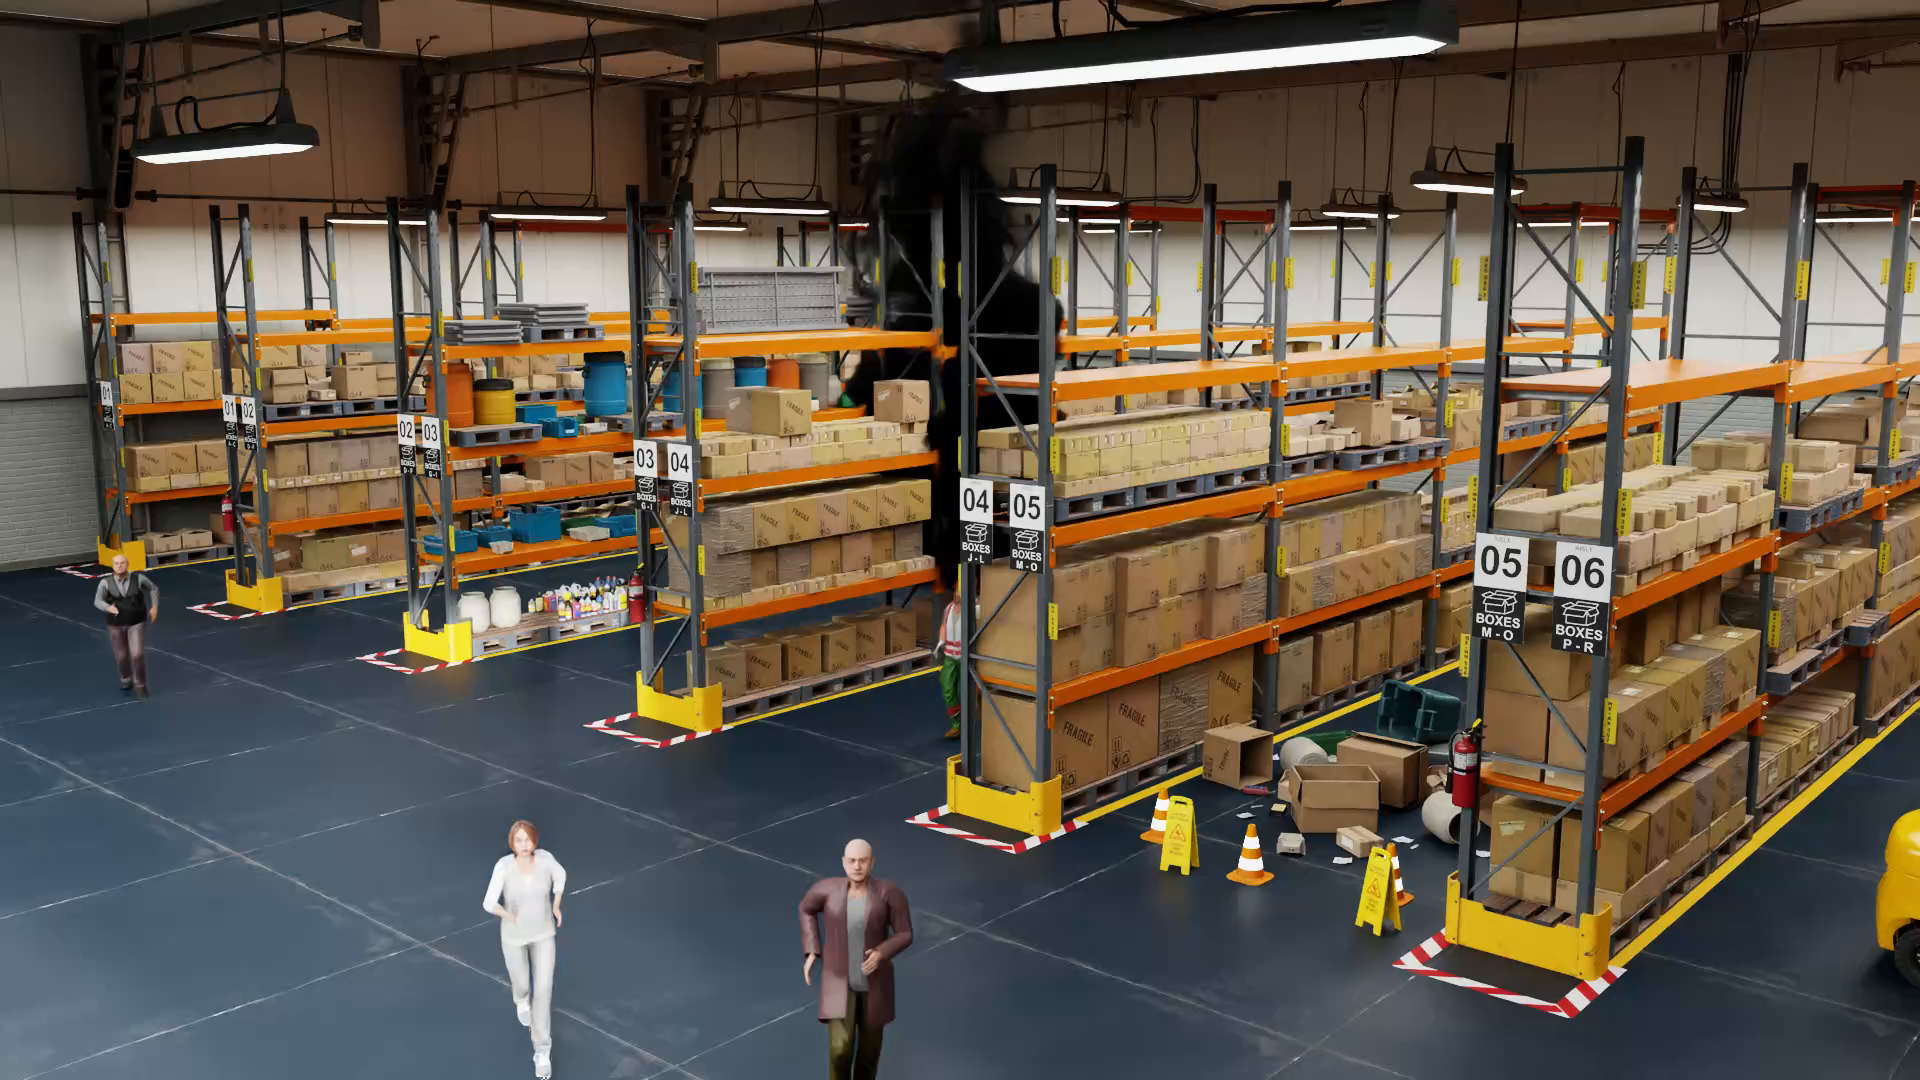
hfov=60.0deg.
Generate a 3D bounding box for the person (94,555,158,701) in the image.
[{"bbox_3d":[-9.932,1.060,19.848,0.675,1.798,0.748,-4,10,-21],"label":"person"}]

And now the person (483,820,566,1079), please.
[{"bbox_3d":[-2.817,2.678,10.858,0.540,1.416,0.879,-3,10,-19],"label":"person"}]

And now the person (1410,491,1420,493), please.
[{"bbox_3d":[6.888,0.106,25.368,0.706,1.729,0.574,7,12,38],"label":"person"}]

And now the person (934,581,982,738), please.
[{"bbox_3d":[0.056,1.277,18.331,0.698,1.746,0.724,6,11,33],"label":"person"}]

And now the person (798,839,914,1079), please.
[{"bbox_3d":[-0.622,2.660,9.980,0.694,1.742,0.700,-1,10,-5],"label":"person"}]
